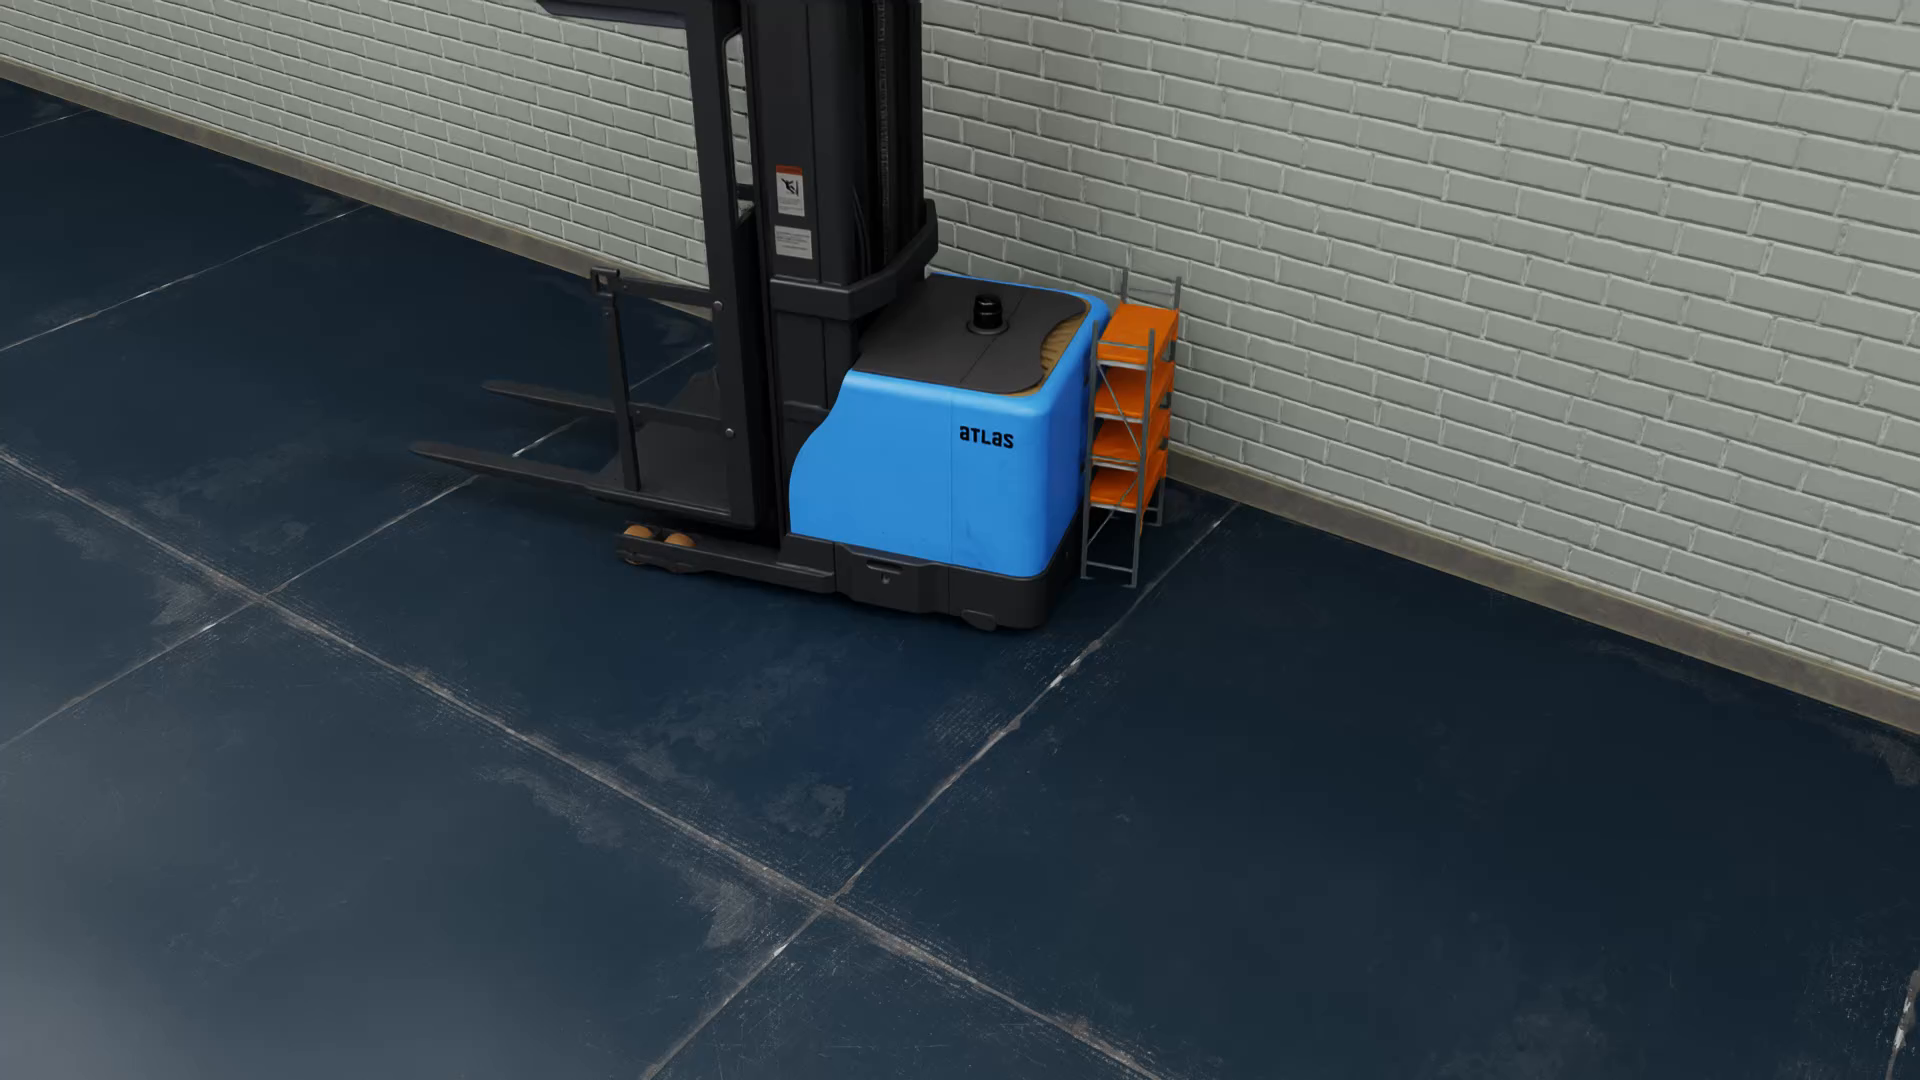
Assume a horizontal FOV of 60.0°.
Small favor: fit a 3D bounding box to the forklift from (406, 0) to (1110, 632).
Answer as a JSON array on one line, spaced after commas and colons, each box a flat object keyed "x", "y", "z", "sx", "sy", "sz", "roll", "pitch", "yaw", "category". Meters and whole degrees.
[{"x": -0.947, "y": -1.340, "z": 6.614, "sx": 3.031, "sy": 2.935, "sz": 1.130, "roll": 11, "pitch": 36, "yaw": 16, "category": "forklift"}]

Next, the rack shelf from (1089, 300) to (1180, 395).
[{"x": 0.698, "y": -0.773, "z": 6.621, "sx": 0.258, "sy": 0.148, "sz": 0.480, "roll": 10, "pitch": 35, "yaw": 15, "category": "rack shelf"}]

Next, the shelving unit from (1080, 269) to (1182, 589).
[{"x": 0.698, "y": -0.448, "z": 6.841, "sx": 0.258, "sy": 1.200, "sz": 0.503, "roll": 10, "pitch": 35, "yaw": 15, "category": "shelving unit"}]

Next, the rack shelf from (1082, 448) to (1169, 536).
[{"x": 0.698, "y": -0.227, "z": 6.990, "sx": 0.258, "sy": 0.148, "sz": 0.480, "roll": 10, "pitch": 35, "yaw": 15, "category": "rack shelf"}]

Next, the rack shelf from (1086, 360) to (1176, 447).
[{"x": 0.698, "y": -0.577, "z": 6.753, "sx": 0.258, "sy": 0.148, "sz": 0.480, "roll": 10, "pitch": 35, "yaw": 15, "category": "rack shelf"}]

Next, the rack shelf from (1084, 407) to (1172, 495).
[{"x": 0.698, "y": -0.392, "z": 6.878, "sx": 0.258, "sy": 0.148, "sz": 0.480, "roll": 10, "pitch": 35, "yaw": 15, "category": "rack shelf"}]

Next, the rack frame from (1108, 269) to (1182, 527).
[{"x": 0.774, "y": -0.578, "z": 7.033, "sx": 0.240, "sy": 1.200, "sz": 0.015, "roll": 10, "pitch": 35, "yaw": 15, "category": "rack frame"}]

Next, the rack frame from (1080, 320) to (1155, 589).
[{"x": 0.623, "y": -0.318, "z": 6.648, "sx": 0.240, "sy": 1.200, "sz": 0.015, "roll": 10, "pitch": 35, "yaw": 15, "category": "rack frame"}]
